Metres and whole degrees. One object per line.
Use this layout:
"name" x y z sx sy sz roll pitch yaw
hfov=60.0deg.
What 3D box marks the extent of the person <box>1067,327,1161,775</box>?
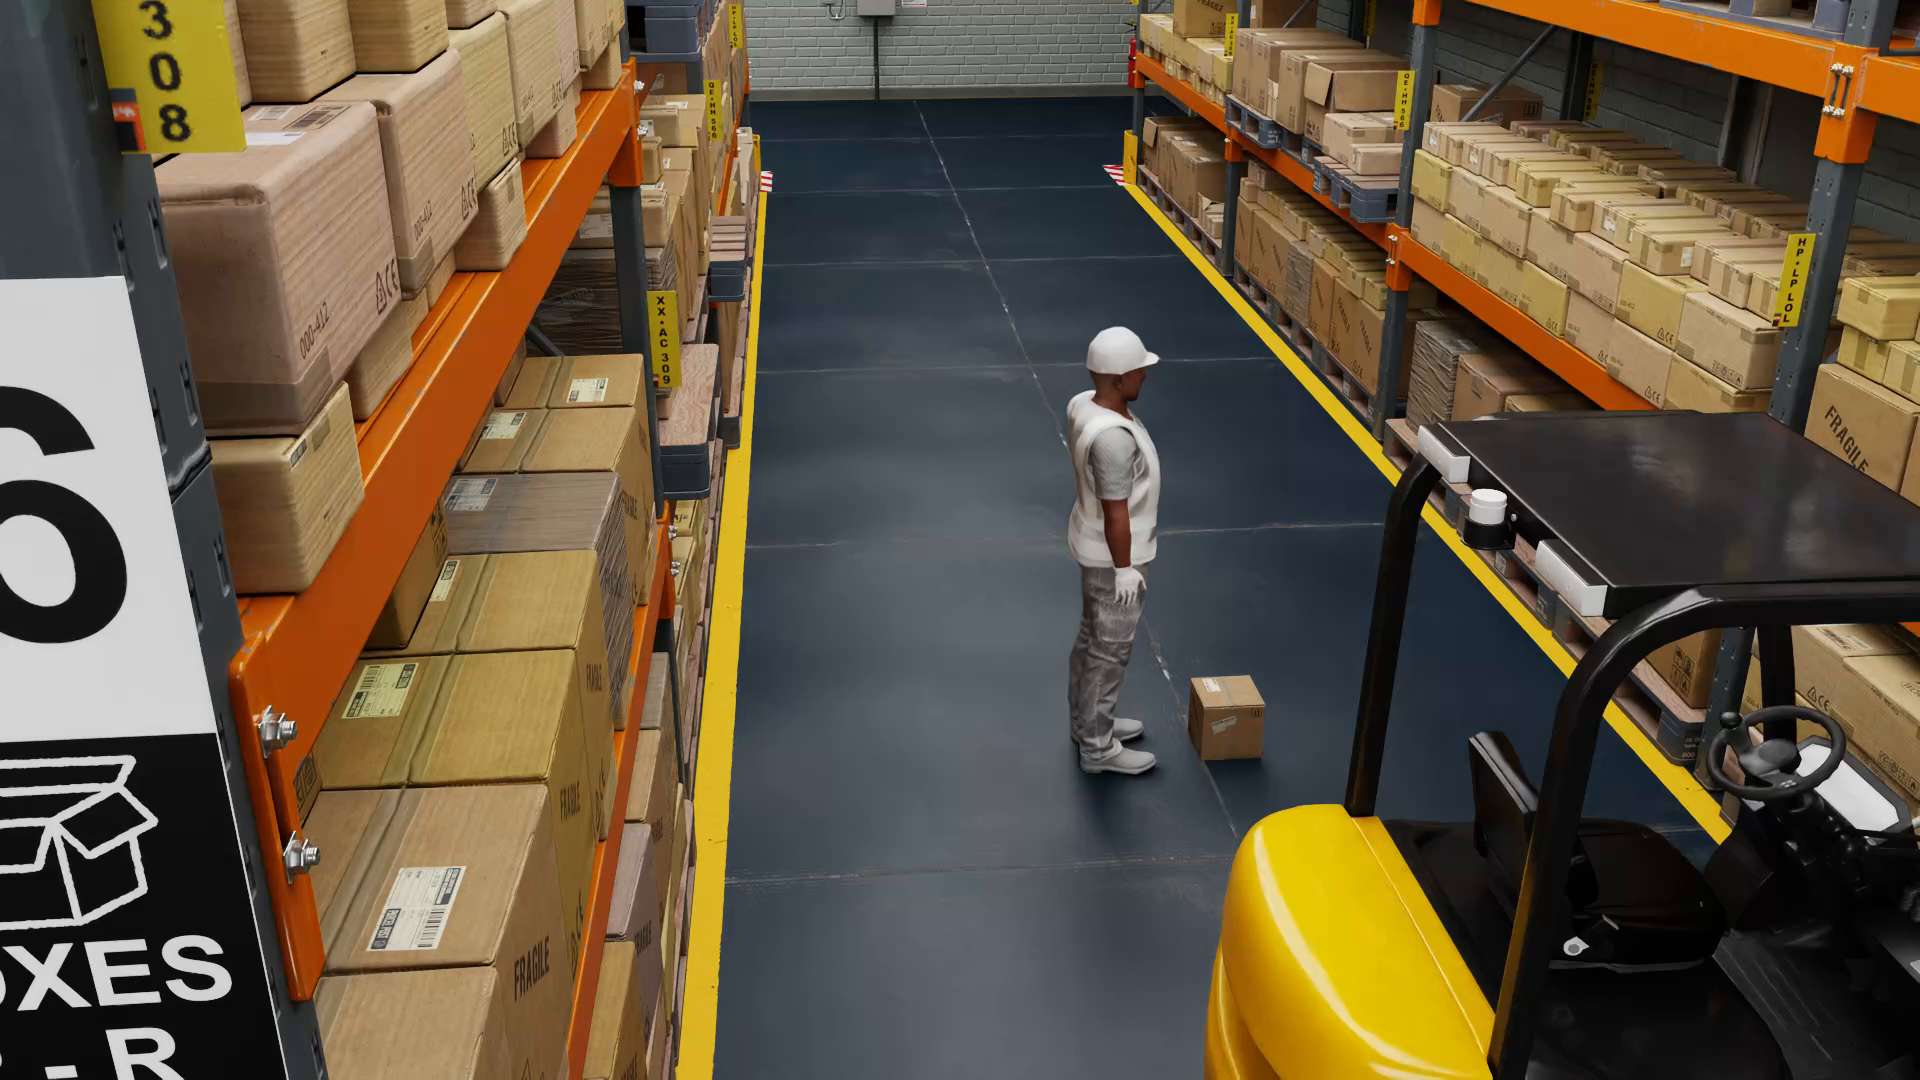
"person" 0.597 0.040 6.477 0.363 1.785 0.546 -2 24 -4
